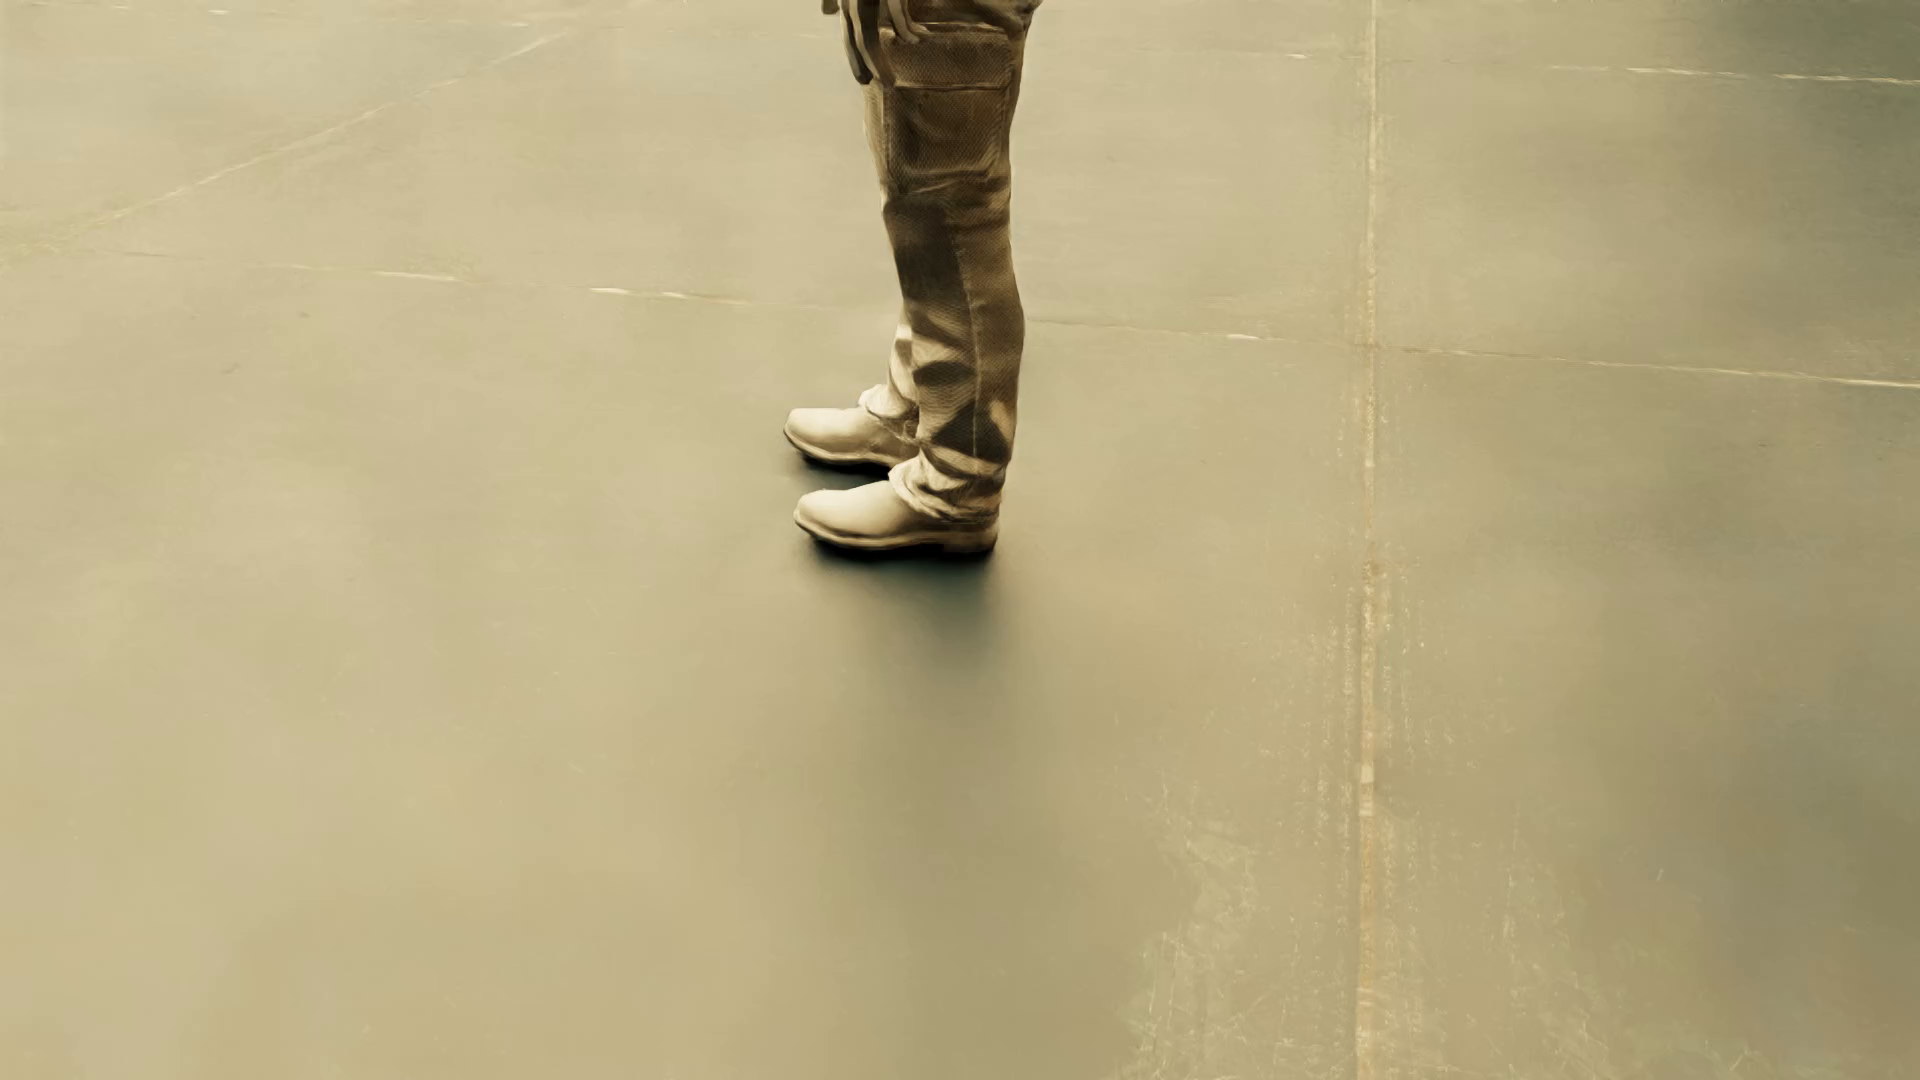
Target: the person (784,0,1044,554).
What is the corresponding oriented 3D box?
[{"bbox_3d":[-0.069,-0.813,2.116,0.576,1.782,0.655,6,27,11],"label":"person"}]
